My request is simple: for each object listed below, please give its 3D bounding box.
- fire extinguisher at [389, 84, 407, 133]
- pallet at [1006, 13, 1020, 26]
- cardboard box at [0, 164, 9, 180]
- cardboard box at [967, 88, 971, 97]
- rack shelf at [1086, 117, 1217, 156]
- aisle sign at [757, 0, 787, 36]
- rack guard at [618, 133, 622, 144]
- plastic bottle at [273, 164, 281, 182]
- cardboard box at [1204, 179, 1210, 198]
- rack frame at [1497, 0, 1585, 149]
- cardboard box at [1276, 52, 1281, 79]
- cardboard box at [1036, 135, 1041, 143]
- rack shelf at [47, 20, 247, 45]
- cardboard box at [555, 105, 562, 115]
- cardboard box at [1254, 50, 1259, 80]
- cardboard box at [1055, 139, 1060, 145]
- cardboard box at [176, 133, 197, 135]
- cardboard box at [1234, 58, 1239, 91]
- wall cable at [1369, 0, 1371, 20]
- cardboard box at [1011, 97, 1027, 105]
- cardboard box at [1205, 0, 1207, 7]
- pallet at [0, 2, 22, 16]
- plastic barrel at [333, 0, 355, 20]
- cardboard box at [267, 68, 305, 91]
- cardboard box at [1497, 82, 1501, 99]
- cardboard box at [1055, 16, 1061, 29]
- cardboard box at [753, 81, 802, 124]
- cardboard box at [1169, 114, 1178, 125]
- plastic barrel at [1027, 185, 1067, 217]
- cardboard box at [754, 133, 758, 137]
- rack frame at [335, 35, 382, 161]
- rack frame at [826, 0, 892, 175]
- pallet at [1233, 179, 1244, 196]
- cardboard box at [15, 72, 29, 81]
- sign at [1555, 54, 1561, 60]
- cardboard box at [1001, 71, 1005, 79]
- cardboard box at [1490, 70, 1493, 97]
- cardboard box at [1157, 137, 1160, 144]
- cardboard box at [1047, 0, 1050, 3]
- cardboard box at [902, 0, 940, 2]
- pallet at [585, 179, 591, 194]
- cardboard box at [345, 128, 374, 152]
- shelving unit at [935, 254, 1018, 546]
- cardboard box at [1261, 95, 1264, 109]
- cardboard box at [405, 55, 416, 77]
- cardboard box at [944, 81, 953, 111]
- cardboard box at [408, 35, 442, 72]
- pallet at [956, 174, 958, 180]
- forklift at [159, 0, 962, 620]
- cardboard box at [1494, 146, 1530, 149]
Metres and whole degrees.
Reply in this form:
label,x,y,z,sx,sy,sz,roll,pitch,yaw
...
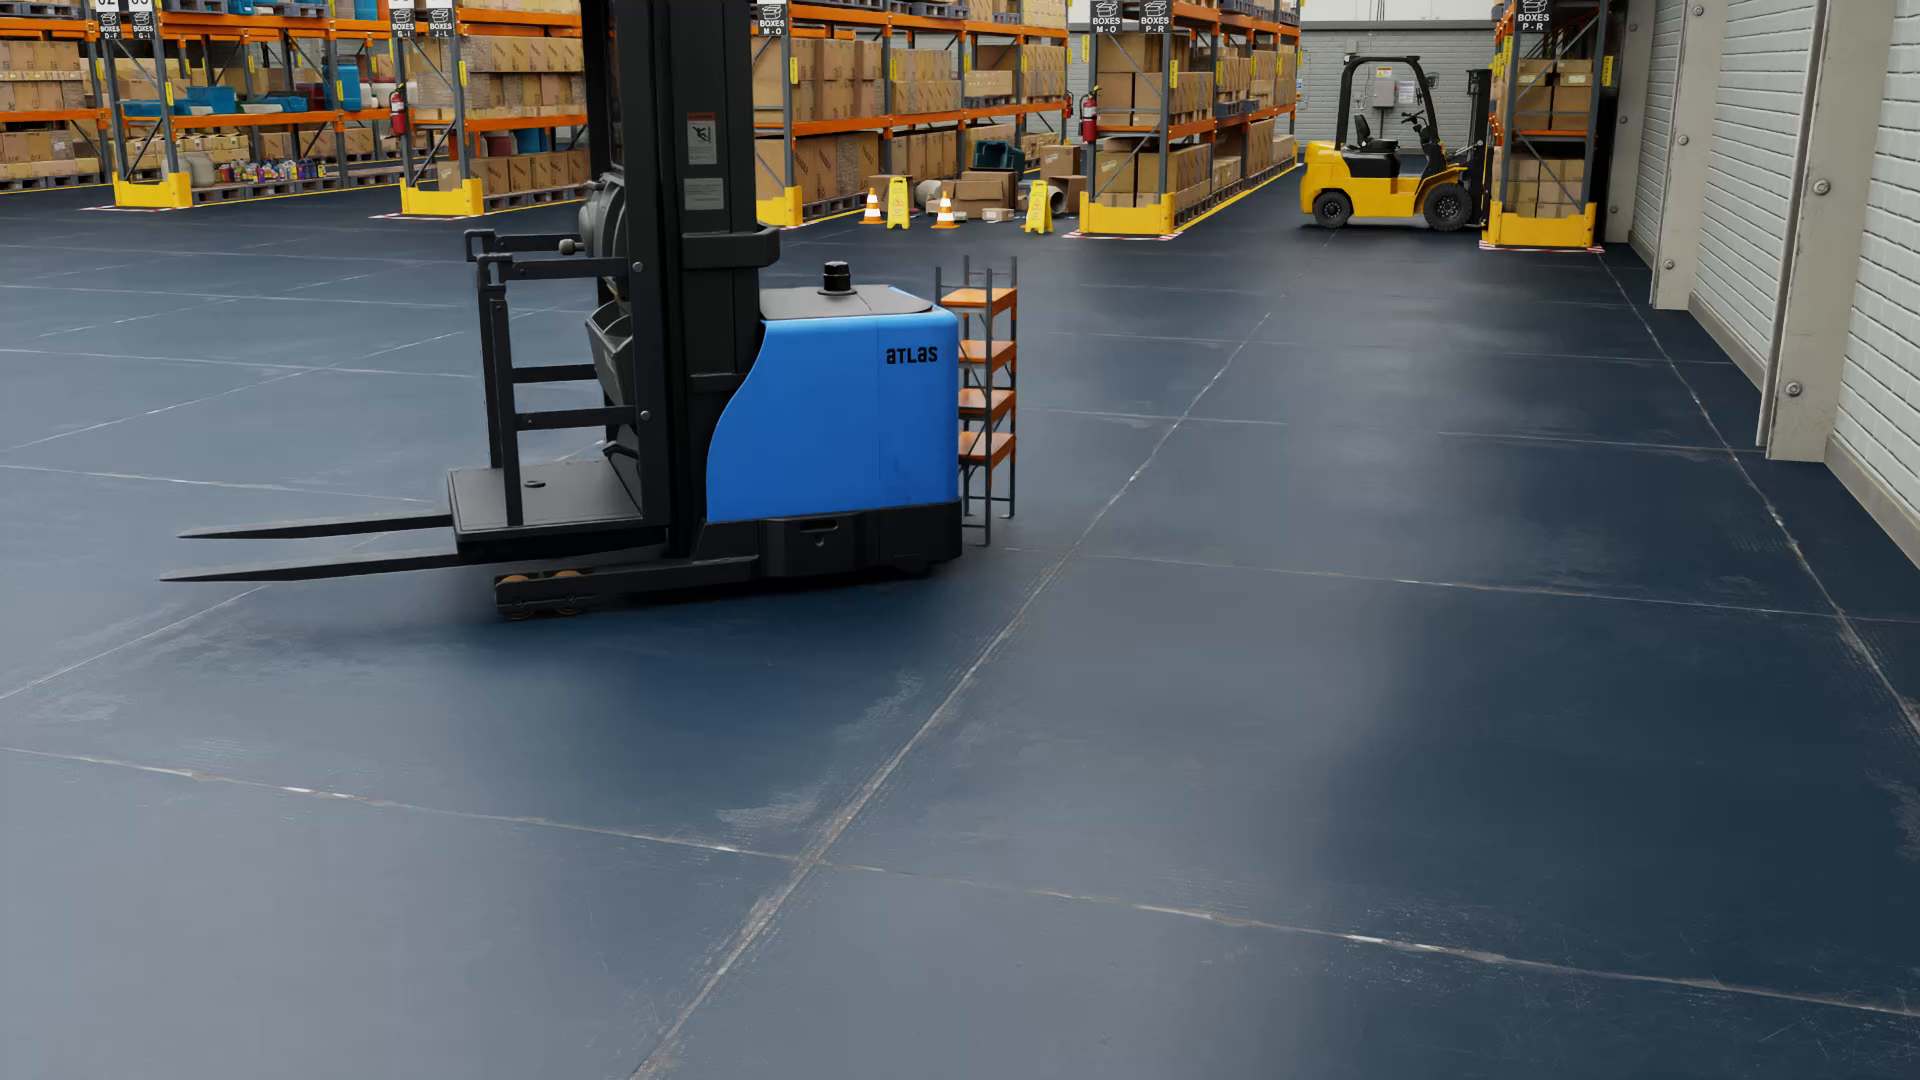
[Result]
label,x,y,z,sx,sy,sz,roll,pitch,yaw
fire extinguisher,-7.888,-6.062,23.345,0.296,0.674,0.183,5,16,16
pallet,0.445,-10.021,32.010,1.213,0.211,1.003,5,16,16
cardboard box,-16.264,-6.126,27.701,0.500,0.250,0.500,5,16,16
cardboard box,-0.017,-8.028,29.826,0.380,0.149,0.250,5,17,19
rack shelf,2.656,-5.502,22.548,1.077,0.370,4.000,5,16,16
aisle sign,-2.420,-6.891,21.363,0.394,0.787,0.004,5,16,16
rack guard,-7.622,-9.468,39.794,1.175,0.500,0.348,5,16,16
plastic bottle,-11.165,-5.995,27.163,0.097,0.271,0.097,0,16,0
cardboard box,3.314,-5.075,23.994,0.500,0.250,0.500,5,17,18
rack frame,7.984,-5.987,22.941,1.000,3.000,0.127,5,16,16
cardboard box,5.865,-9.099,31.897,0.500,0.500,0.500,5,17,16
cardboard box,1.488,-8.419,34.880,0.380,0.149,0.250,5,17,16
rack shelf,-15.206,-9.529,31.249,1.077,0.370,4.000,5,16,16
cardboard box,-6.427,-6.685,25.862,0.380,0.149,0.250,5,16,16
cardboard box,4.867,-8.187,28.682,0.500,0.500,0.500,5,16,16
cardboard box,1.983,-8.681,36.350,0.380,0.149,0.250,4,16,14
cardboard box,-15.209,-7.852,32.757,0.500,0.311,0.500,4,16,14
cardboard box,4.063,-7.259,25.928,0.500,0.500,0.500,4,16,14
wall cable,8.701,-13.848,39.660,2.355,3.000,0.029,5,16,16
cardboard box,1.117,-8.749,33.140,0.380,0.149,0.250,5,17,18
cardboard box,3.221,-7.459,23.094,0.380,0.149,0.250,5,17,16
pallet,-16.340,-8.766,27.403,1.003,0.211,1.213,5,16,16
plastic barrel,-10.904,-9.529,29.012,0.600,0.901,0.600,0,16,0
cardboard box,-14.124,-9.603,34.737,0.700,0.500,0.500,8,18,26
cardboard box,8.451,-6.838,25.301,0.500,0.250,0.500,4,16,14
cardboard box,1.846,-10.965,35.270,0.500,0.250,0.500,5,16,16
cardboard box,-2.625,-5.855,22.199,0.875,0.550,0.550,5,16,16
cardboard box,2.594,-5.407,21.355,0.380,0.149,0.250,4,16,14
plastic barrel,1.223,-4.743,23.276,0.421,0.421,0.512,-10,19,-32
cardboard box,-4.664,-7.778,32.377,1.225,0.875,0.875,5,16,16
rack frame,-13.501,-10.002,37.095,1.000,3.000,0.127,5,16,16
rack frame,-1.551,-6.729,25.555,1.000,3.000,0.127,5,16,16
pallet,4.137,-5.872,27.644,1.003,0.211,1.213,5,16,16
cardboard box,-16.008,-7.849,28.133,0.380,0.149,0.250,5,17,17
sign,10.791,-8.595,30.014,0.100,0.325,0.005,5,16,16
cardboard box,0.645,-8.931,31.920,0.380,0.149,0.250,4,16,14
cardboard box,9.759,-8.086,29.386,0.700,0.500,0.500,5,17,16
cardboard box,2.704,-5.762,23.852,0.380,0.149,0.250,5,17,17
cardboard box,1.653,-11.229,34.552,0.380,0.149,0.250,5,17,17
cardboard box,-0.639,-9.040,27.070,0.500,0.500,0.500,5,16,16
pallet,-6.058,-6.002,28.103,1.003,0.211,1.213,5,16,16
cardboard box,-13.366,-8.860,36.842,0.500,0.500,0.500,5,16,16
shelving unit,0.075,-0.625,7.333,0.258,1.200,0.503,4,16,14
cardboard box,5.162,-7.856,29.804,0.500,0.250,0.500,5,16,16
cardboard box,-12.804,-10.902,38.253,0.500,0.500,0.500,4,16,14
cardboard box,-0.427,-7.554,28.282,0.500,0.500,0.500,5,16,16
cardboard box,-7.495,-6.928,23.699,0.500,0.500,0.500,5,16,16
pallet,-0.190,-6.638,30.345,1.003,0.211,1.213,5,16,16
forklift,-1.566,-1.271,6.438,3.031,2.935,1.130,-5,17,-18
cardboard box,7.546,-5.245,22.762,0.500,0.250,0.500,4,16,15
